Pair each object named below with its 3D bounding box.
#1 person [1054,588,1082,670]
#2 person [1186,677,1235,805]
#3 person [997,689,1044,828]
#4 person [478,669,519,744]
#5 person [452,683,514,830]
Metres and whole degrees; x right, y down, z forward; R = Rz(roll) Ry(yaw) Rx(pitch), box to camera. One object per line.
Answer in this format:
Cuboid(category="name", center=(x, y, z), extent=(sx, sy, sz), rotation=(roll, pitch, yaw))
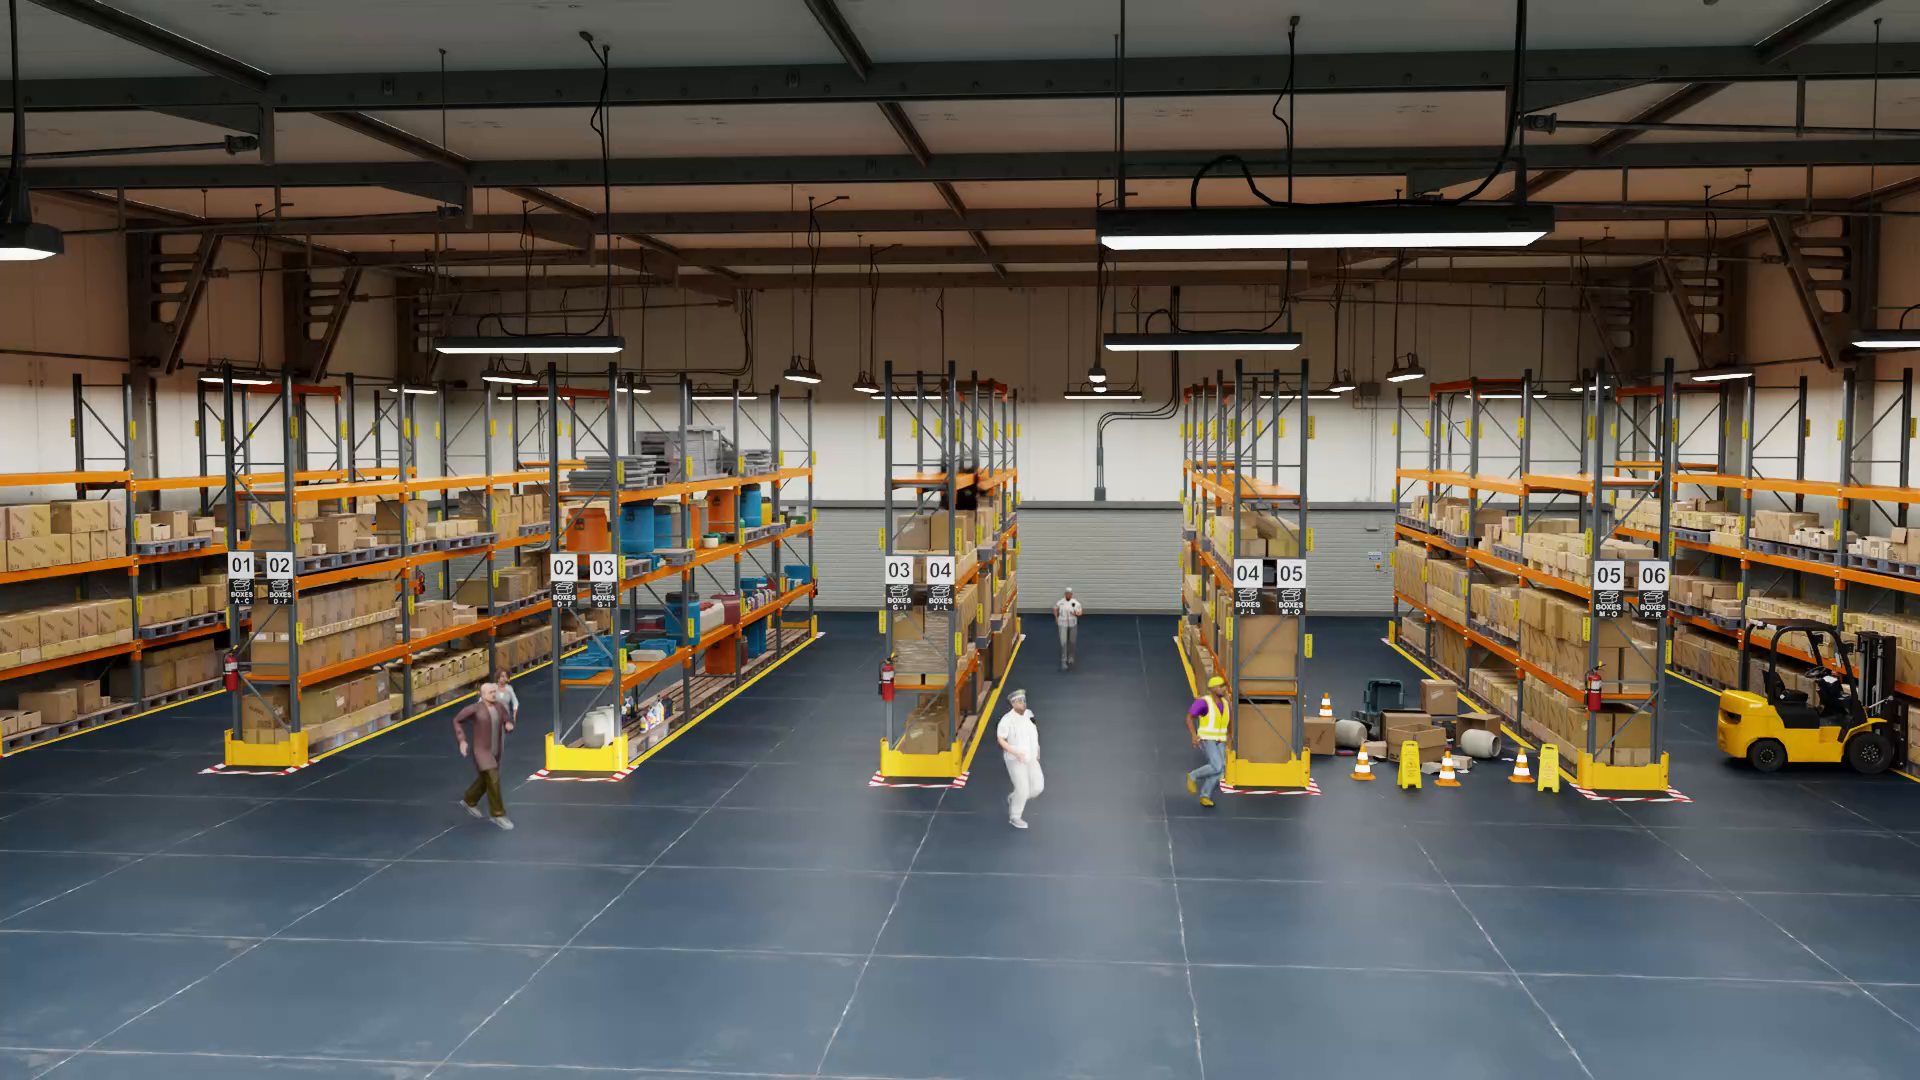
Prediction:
Cuboid(category="person", center=(2.286, 1.844, 35.165), extent=(0.595, 1.685, 0.903), rotation=(0, 4, 1))
Cuboid(category="person", center=(3.433, 2.690, 22.327), extent=(0.745, 1.692, 0.493), rotation=(-3, 5, -34))
Cuboid(category="person", center=(0.772, 2.754, 21.067), extent=(0.667, 1.746, 0.545), rotation=(-3, 5, -42))
Cuboid(category="person", center=(-6.701, 2.648, 24.163), extent=(0.589, 1.544, 0.618), rotation=(-2, 4, -29))
Cuboid(category="person", center=(-5.999, 2.705, 21.039), extent=(1.002, 1.812, 0.680), rotation=(2, 4, 30))
